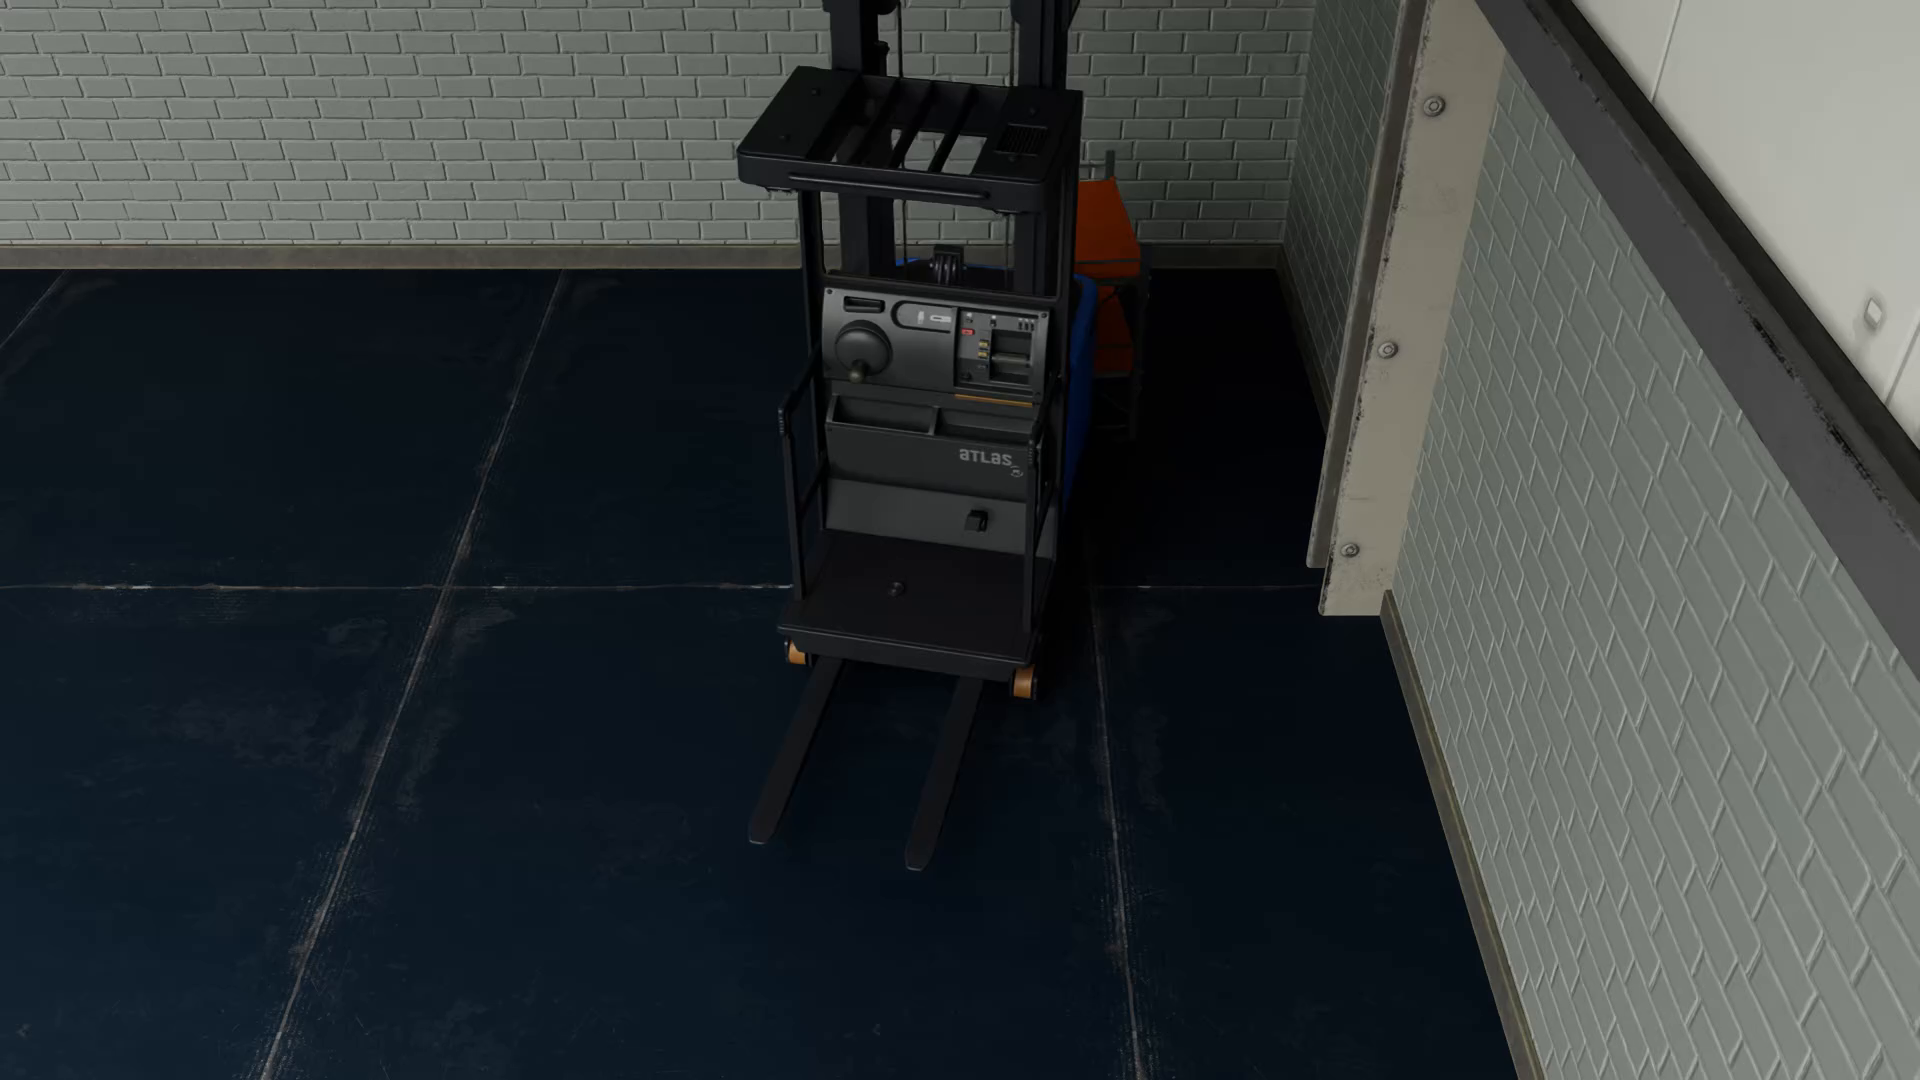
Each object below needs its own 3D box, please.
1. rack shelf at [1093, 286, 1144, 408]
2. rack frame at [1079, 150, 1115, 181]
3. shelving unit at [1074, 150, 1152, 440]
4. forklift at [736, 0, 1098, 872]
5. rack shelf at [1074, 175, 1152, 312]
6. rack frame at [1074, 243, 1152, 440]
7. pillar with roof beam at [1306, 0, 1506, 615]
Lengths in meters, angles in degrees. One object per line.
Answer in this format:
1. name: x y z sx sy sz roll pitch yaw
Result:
1. rack shelf: 0.615 -1.084 8.839 0.538 0.278 1.000 -4 39 -4
2. rack frame: 0.565 -1.591 9.081 0.500 1.125 0.032 -4 39 -4
3. shelving unit: 0.615 -1.274 8.686 0.538 1.125 1.048 -4 39 -4
4. forklift: -0.146 -0.721 6.552 1.130 2.935 3.031 8 39 9
5. rack shelf: 0.615 -1.503 8.503 0.538 0.278 1.000 -4 39 -4
6. rack frame: 0.665 -0.958 8.292 0.500 1.125 0.032 -4 39 -4
7. pillar with roof beam: -2.513 -3.291 4.906 9.100 9.000 0.400 0 39 0
